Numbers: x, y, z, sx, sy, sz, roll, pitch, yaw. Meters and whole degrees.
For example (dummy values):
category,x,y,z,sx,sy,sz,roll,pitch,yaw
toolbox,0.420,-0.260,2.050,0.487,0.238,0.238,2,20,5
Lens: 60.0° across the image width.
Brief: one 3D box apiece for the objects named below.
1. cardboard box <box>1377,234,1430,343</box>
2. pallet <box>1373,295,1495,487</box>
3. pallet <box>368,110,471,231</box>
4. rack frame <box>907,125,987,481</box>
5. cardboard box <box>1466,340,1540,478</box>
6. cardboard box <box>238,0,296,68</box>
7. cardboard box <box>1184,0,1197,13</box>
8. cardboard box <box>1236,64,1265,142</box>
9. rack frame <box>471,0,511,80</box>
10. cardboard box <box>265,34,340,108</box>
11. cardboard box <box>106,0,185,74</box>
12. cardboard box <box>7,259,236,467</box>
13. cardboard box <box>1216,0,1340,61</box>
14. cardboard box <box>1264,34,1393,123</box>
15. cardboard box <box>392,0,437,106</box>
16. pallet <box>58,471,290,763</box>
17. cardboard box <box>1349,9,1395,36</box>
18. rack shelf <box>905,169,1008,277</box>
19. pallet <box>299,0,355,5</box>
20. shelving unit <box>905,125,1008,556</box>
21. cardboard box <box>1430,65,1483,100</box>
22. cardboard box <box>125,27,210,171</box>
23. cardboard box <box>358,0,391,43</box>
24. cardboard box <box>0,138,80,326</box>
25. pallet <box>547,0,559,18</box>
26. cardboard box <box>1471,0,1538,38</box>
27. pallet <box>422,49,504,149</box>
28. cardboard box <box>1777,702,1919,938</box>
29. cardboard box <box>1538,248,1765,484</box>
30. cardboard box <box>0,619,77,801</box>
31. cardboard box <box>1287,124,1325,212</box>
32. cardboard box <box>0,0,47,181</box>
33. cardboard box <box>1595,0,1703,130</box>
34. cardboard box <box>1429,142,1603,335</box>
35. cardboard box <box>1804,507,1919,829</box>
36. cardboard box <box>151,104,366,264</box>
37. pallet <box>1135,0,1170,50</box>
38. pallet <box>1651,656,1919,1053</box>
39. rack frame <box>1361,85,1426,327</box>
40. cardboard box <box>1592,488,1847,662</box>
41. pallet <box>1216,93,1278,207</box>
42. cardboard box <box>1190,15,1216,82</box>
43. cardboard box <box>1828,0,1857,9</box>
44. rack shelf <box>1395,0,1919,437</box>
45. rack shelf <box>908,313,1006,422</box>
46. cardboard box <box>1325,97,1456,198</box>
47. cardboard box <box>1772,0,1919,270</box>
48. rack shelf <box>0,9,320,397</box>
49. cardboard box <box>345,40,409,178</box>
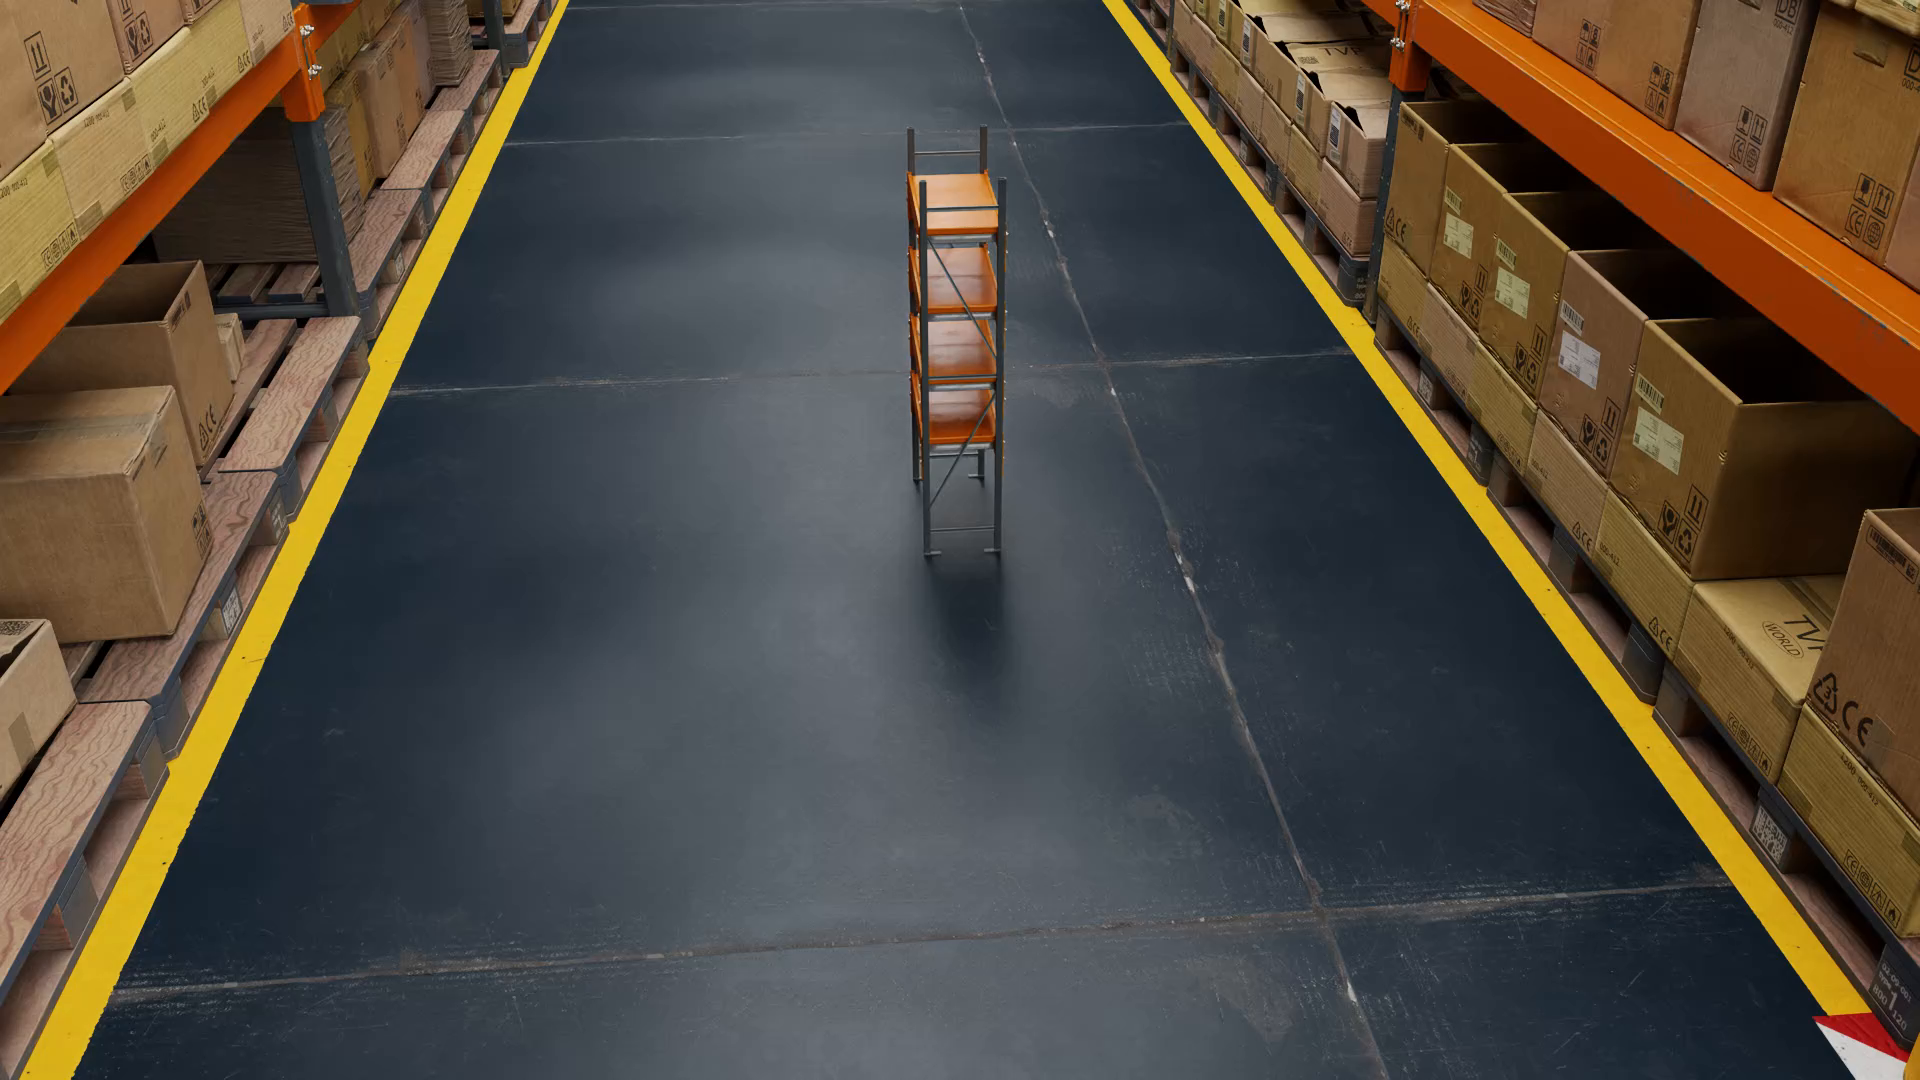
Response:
category,x,y,z,sx,sy,sz,roll,pitch,yaw
cardboard box,1.884,-0.948,6.183,0.500,0.250,0.500,-3,31,-5
pallet,2.175,-0.594,6.038,1.003,0.211,1.213,-3,31,-5
pallet,-2.980,-1.784,8.031,1.003,0.211,1.213,-3,31,-5
rack frame,-0.038,-0.724,5.292,0.240,1.200,0.015,-3,31,-5
cardboard box,1.967,-0.436,5.327,0.500,0.250,0.500,-3,31,-5
cardboard box,-2.443,-1.677,5.259,0.500,0.250,0.500,-3,31,-4
cardboard box,1.525,-3.200,9.408,0.500,0.311,0.500,-2,31,-3
cardboard box,1.675,-2.176,8.240,0.500,0.250,0.500,-2,31,-4
rack frame,-3.163,-4.002,9.025,1.000,3.000,0.127,-3,31,-5
cardboard box,-2.919,-1.997,6.946,0.500,0.250,0.500,-3,31,-6
cardboard box,-2.348,-1.487,4.210,0.500,0.500,0.500,-4,31,-6
cardboard box,-2.652,-0.548,5.250,0.500,0.500,0.500,-5,31,-8
cardboard box,1.628,-2.672,8.523,0.500,0.311,0.500,-4,31,-6
cardboard box,1.720,-2.153,7.654,0.500,0.311,0.500,-3,31,-5
cardboard box,-3.111,-2.484,8.492,0.700,0.500,0.500,-3,31,-5
pallet,-2.574,0.203,4.704,1.003,0.211,1.213,-3,31,-5
cardboard box,2.207,-2.447,8.147,0.500,0.311,0.500,-2,31,-3
rack shelf,-0.015,-0.937,4.882,0.258,0.148,0.480,-3,31,-5
pallet,-2.716,-2.275,6.320,1.003,0.211,1.213,-3,31,-5
shelving unit,-0.015,-0.600,5.084,0.258,1.200,0.503,-3,31,-5
cardboard box,2.311,-1.918,7.261,0.500,0.311,0.500,-3,31,-5
cardboard box,-2.342,-1.166,4.403,0.500,0.250,0.500,-3,31,-5
cardboard box,-3.000,-2.518,7.818,0.500,0.250,0.500,-3,31,-5
cardboard box,-2.249,-0.651,3.541,0.500,0.250,0.500,-3,31,-5
pallet,-3.272,-3.832,11.460,1.003,0.211,1.213,-3,31,-5
cardboard box,2.190,-2.016,5.602,0.700,0.500,0.500,-4,31,-6
pallet,-3.091,-2.406,9.072,1.003,0.211,1.213,-3,31,-5
cardboard box,2.172,0.584,3.619,0.500,0.250,0.500,-3,31,-5
cardboard box,2.017,-0.503,4.708,0.500,0.500,0.500,-3,31,-5
cardboard box,-2.444,0.399,3.849,0.500,0.311,0.500,0,31,0
cardboard box,1.770,-1.655,7.367,0.500,0.250,0.500,-3,31,-5
cardboard box,-2.239,-0.959,3.325,0.500,0.500,0.500,-4,31,-6
cardboard box,2.289,-1.490,4.722,0.700,0.500,0.500,-2,31,-4
cardboard box,1.929,-1.014,5.563,0.500,0.500,0.500,-3,31,-5
cardboard box,2.170,0.262,3.427,0.500,0.500,0.500,-3,31,-5
cardboard box,-2.874,-1.450,6.762,0.700,0.500,0.500,-2,31,-3
pallet,1.737,-3.427,10.782,1.003,0.211,1.213,-3,31,-5
pallet,2.403,0.652,3.953,1.003,0.211,1.213,-3,31,-5
rack frame,2.143,-2.199,6.006,1.000,3.000,0.127,-3,31,-5
cardboard box,2.065,0.074,4.473,0.500,0.250,0.500,-3,31,-5
pallet,1.918,-2.000,8.393,1.003,0.211,1.213,-3,31,-5
cardboard box,1.573,-2.703,9.122,0.500,0.250,0.500,-4,31,-6
cardboard box,2.169,-1.325,3.813,0.380,0.149,0.250,-2,31,-3
rack shelf,2.330,-0.869,4.481,1.077,0.370,4.000,-3,31,-5
rack shelf,-0.015,-0.542,5.118,0.258,0.148,0.480,-3,31,-5
cardboard box,1.819,-1.633,6.783,0.500,0.311,0.500,-3,31,-5
cardboard box,2.391,-0.960,3.835,0.700,0.500,0.500,-3,31,-4
rack shelf,-2.602,-0.630,4.081,1.077,0.370,4.000,-3,31,-5
cardboard box,-2.980,-1.974,7.639,0.700,0.500,0.500,-2,31,-4
